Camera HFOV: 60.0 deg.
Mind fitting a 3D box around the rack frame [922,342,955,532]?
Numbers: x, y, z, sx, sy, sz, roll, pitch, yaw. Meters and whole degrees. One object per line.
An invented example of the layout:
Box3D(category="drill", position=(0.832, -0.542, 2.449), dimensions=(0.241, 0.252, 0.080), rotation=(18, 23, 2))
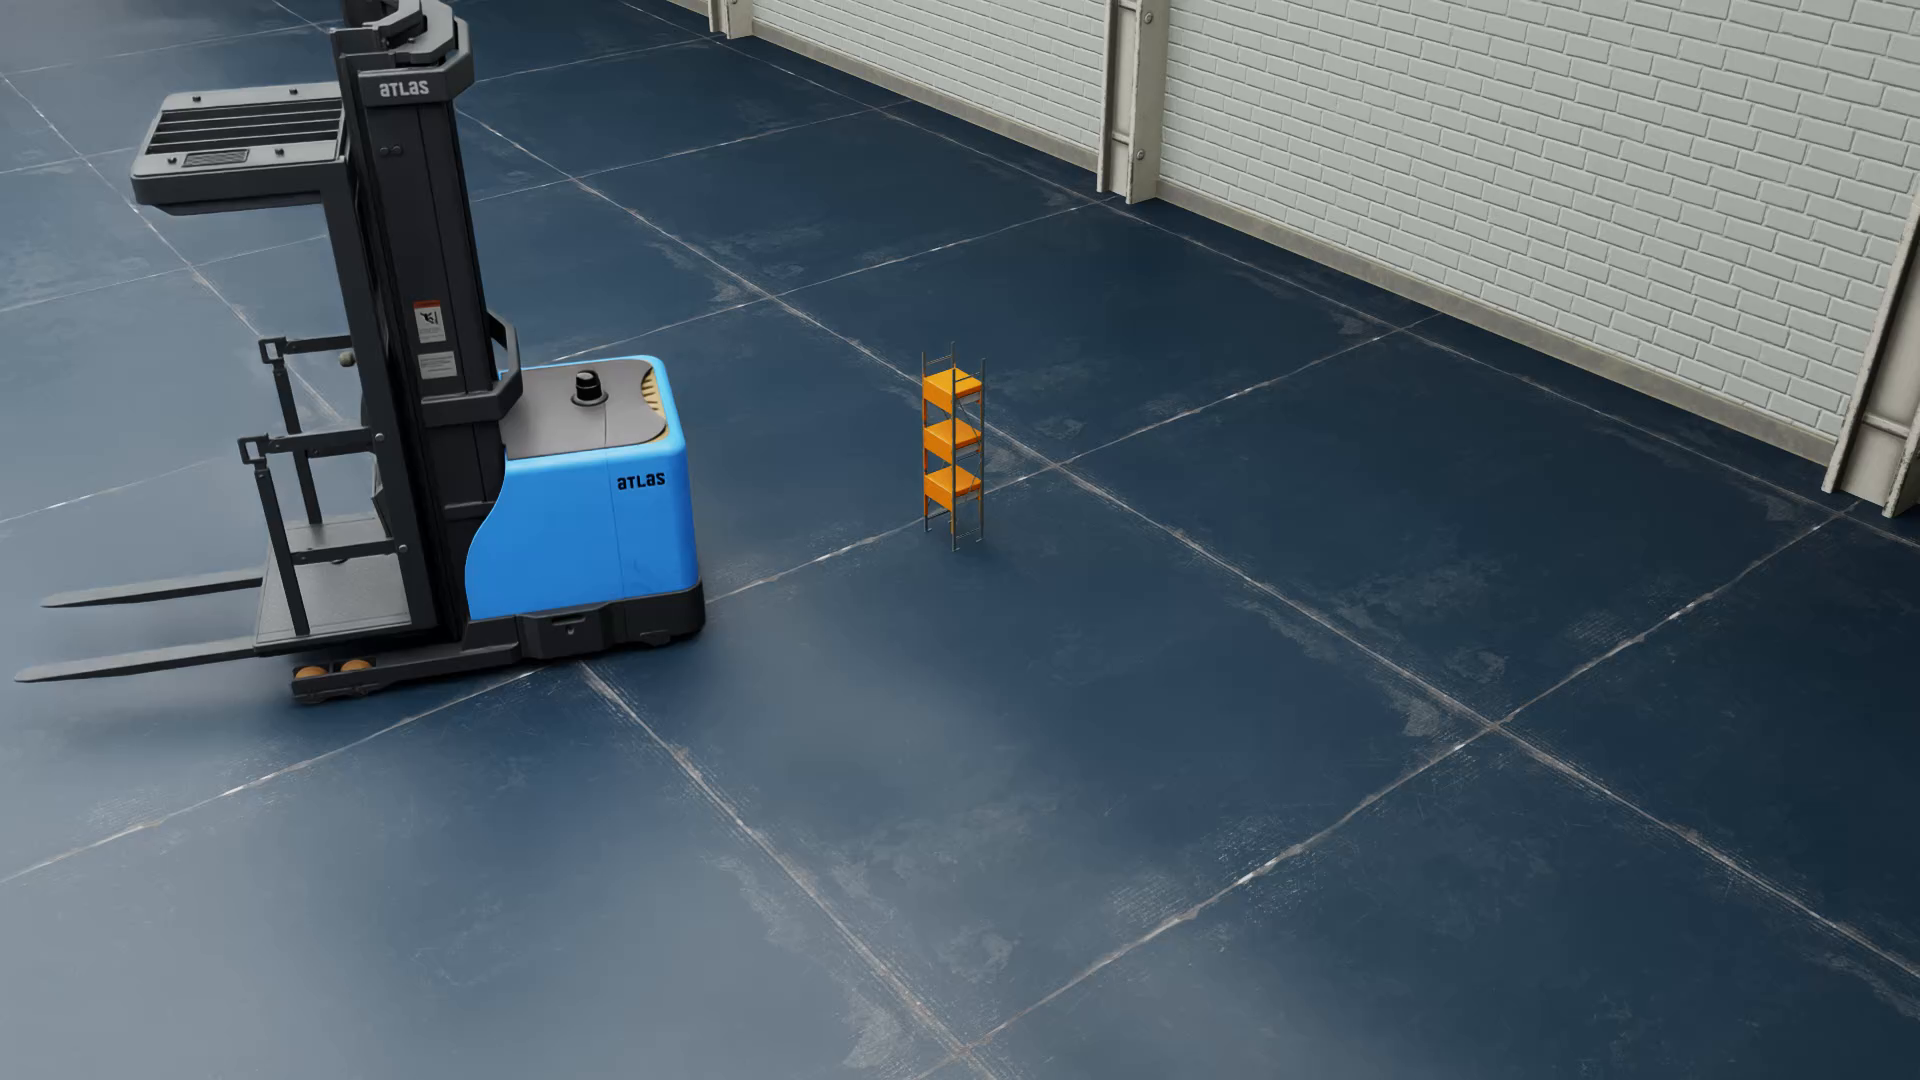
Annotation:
Box3D(category="rack frame", position=(-0.108, -0.519, 8.591), dimensions=(0.200, 1.050, 0.008), rotation=(-22, 38, -31))

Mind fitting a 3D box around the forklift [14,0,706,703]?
Box3D(category="forklift", position=(-2.796, -0.813, 7.280), dimensions=(3.031, 2.935, 1.130), rotation=(-8, 33, -13))

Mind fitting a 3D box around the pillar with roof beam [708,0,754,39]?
Box3D(category="pillar with roof beam", position=(-5.754, -7.678, 12.583), dimensions=(9.100, 9.000, 0.400), rotation=(-22, 38, -31))

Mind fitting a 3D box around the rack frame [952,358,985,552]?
Box3D(category="rack frame", position=(0.042, -0.417, 8.427), dimensions=(0.200, 1.050, 0.008), rotation=(-22, 38, -31))

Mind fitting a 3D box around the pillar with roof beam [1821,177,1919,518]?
Box3D(category="pillar with roof beam", position=(1.604, -2.677, 4.530), dimensions=(9.100, 9.000, 0.400), rotation=(-22, 38, -31))

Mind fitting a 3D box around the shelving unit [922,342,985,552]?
Box3D(category="shelving unit", position=(-0.033, -0.468, 8.509), dimensions=(0.215, 1.050, 0.252), rotation=(-22, 38, -31))

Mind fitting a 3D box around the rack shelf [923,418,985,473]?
Box3D(category="rack shelf", position=(-0.033, -0.459, 8.515), dimensions=(0.215, 0.259, 0.240), rotation=(-22, 38, -31))

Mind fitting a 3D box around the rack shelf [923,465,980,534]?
Box3D(category="rack shelf", position=(-0.033, -0.223, 8.661), dimensions=(0.215, 0.259, 0.240), rotation=(-22, 38, -31))

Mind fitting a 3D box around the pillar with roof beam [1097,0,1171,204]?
Box3D(category="pillar with roof beam", position=(-2.075, -5.177, 8.557), dimensions=(9.100, 9.000, 0.400), rotation=(-22, 38, -31))

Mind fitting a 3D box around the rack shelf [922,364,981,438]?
Box3D(category="rack shelf", position=(-0.033, -0.700, 8.365), dimensions=(0.215, 0.259, 0.240), rotation=(-22, 38, -31))
